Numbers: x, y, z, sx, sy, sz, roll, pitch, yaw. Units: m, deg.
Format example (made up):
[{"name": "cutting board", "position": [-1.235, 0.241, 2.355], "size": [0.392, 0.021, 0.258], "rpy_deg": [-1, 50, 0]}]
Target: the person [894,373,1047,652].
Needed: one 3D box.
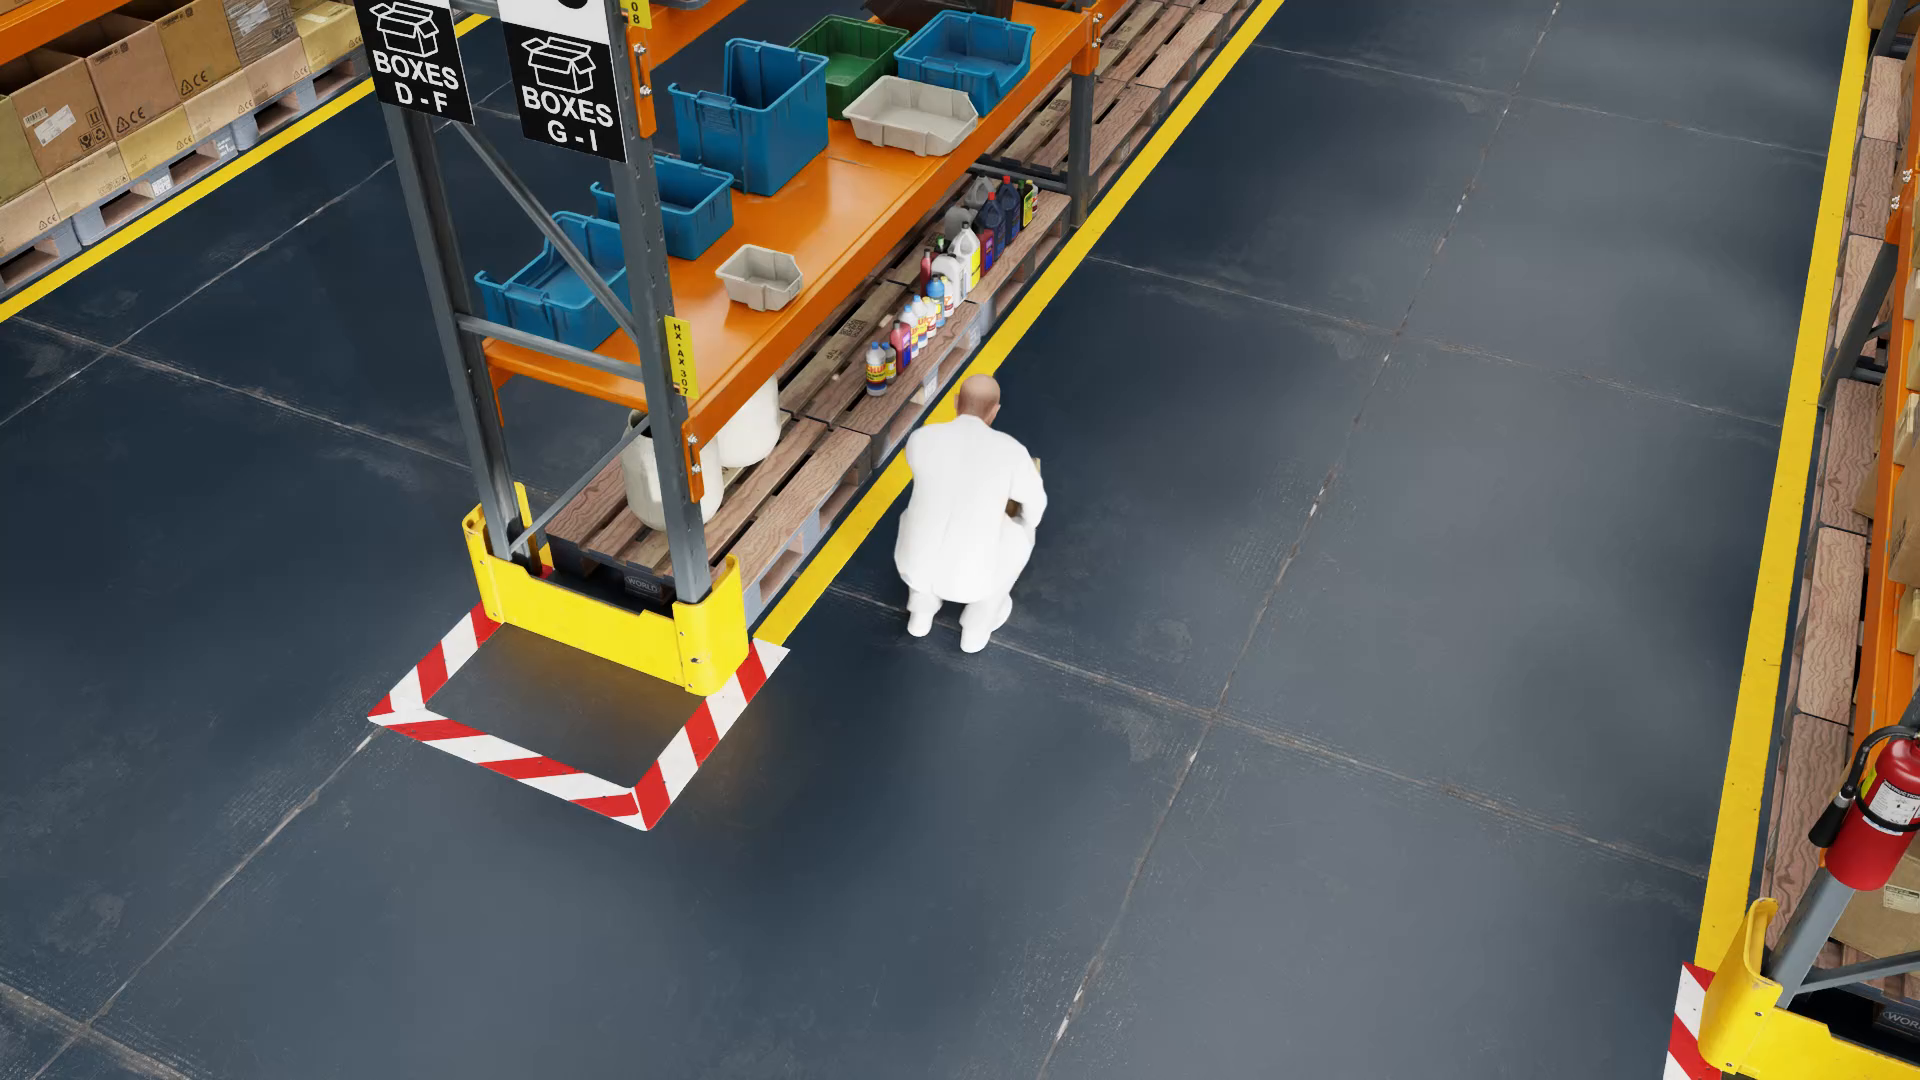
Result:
[{"name": "person", "position": [0.036, -0.125, 6.920], "size": [0.604, 0.978, 0.903], "rpy_deg": [15, 44, 17]}]
